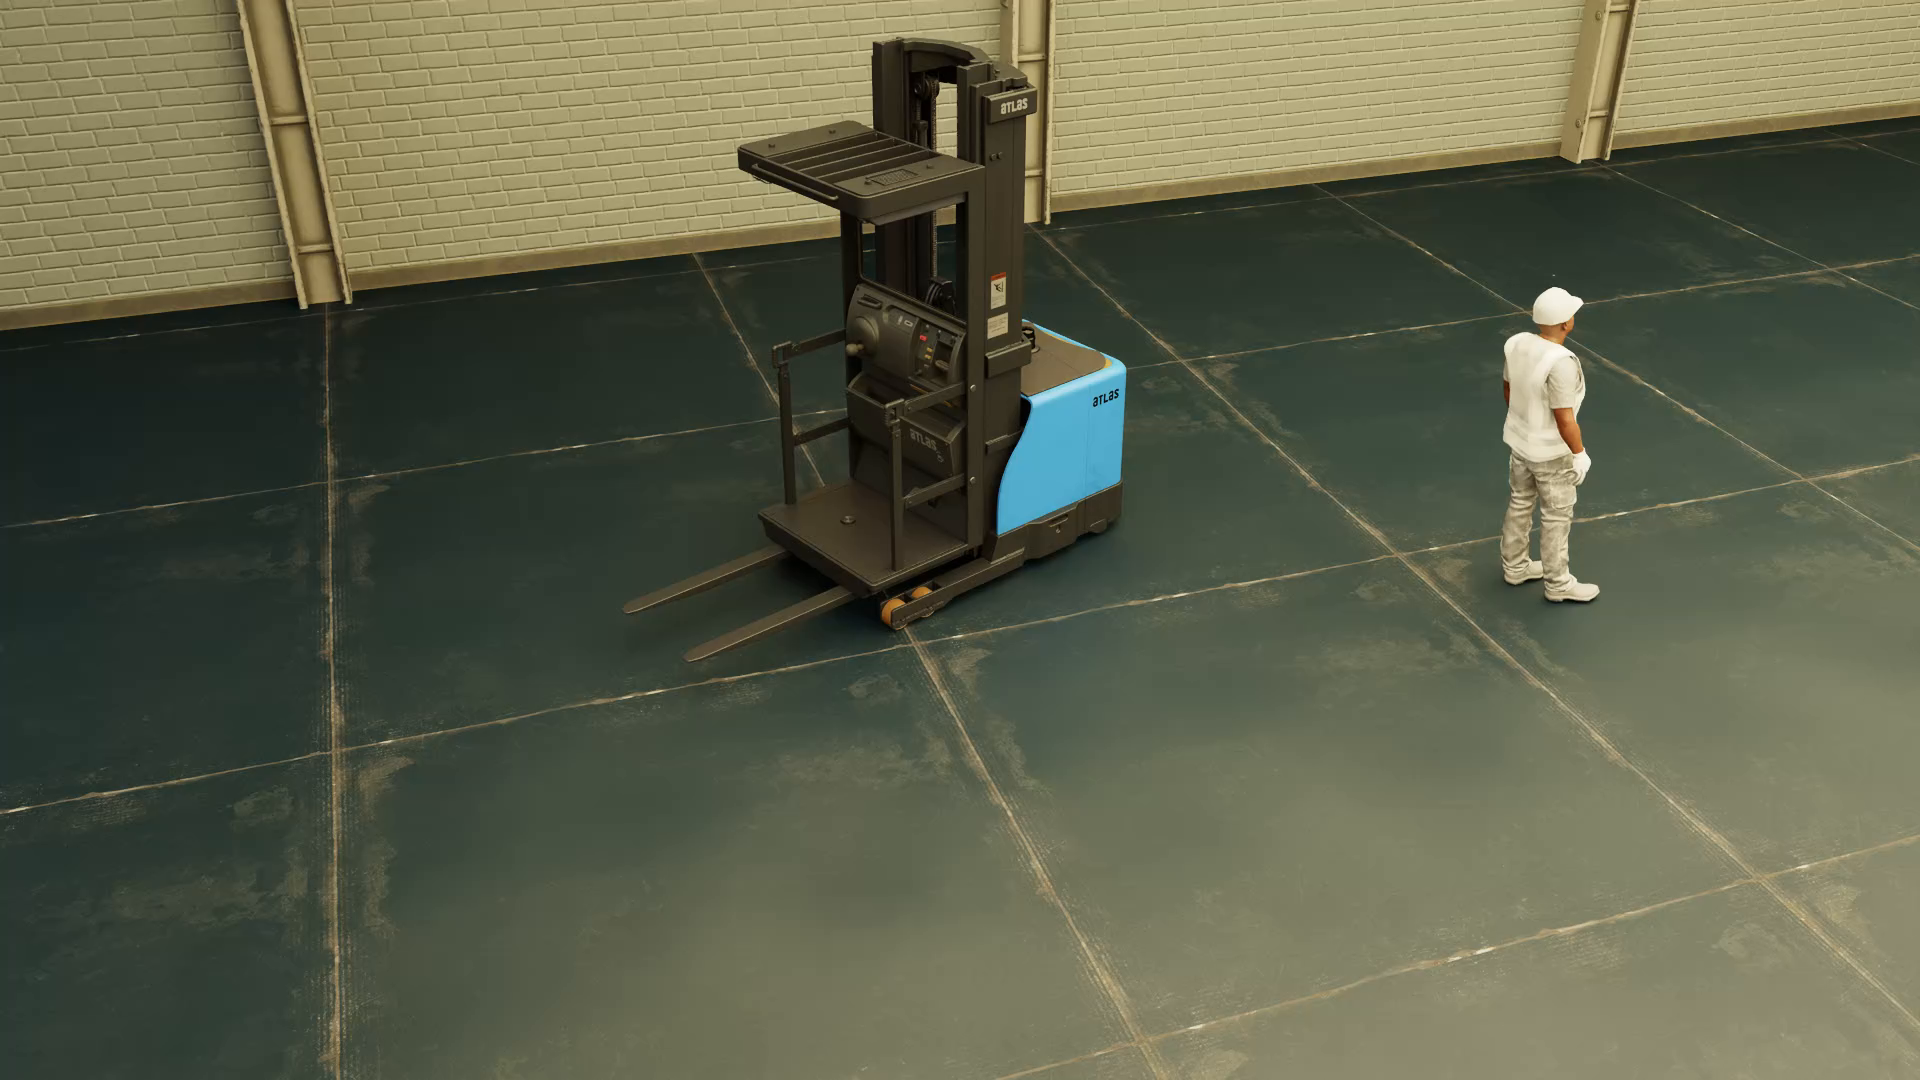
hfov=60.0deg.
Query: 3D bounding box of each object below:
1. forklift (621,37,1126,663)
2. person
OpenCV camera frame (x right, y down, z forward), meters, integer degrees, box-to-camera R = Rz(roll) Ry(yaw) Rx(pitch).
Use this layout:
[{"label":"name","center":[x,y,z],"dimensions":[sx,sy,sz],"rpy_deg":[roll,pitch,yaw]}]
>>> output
[{"label":"forklift","center":[-0.461,-1.072,8.951],"dimensions":[3.031,2.935,1.130],"rpy_deg":[-23,37,-34]},{"label":"person","center":[3.276,-0.543,9.167],"dimensions":[0.575,1.785,0.656],"rpy_deg":[-8,31,-14]}]
